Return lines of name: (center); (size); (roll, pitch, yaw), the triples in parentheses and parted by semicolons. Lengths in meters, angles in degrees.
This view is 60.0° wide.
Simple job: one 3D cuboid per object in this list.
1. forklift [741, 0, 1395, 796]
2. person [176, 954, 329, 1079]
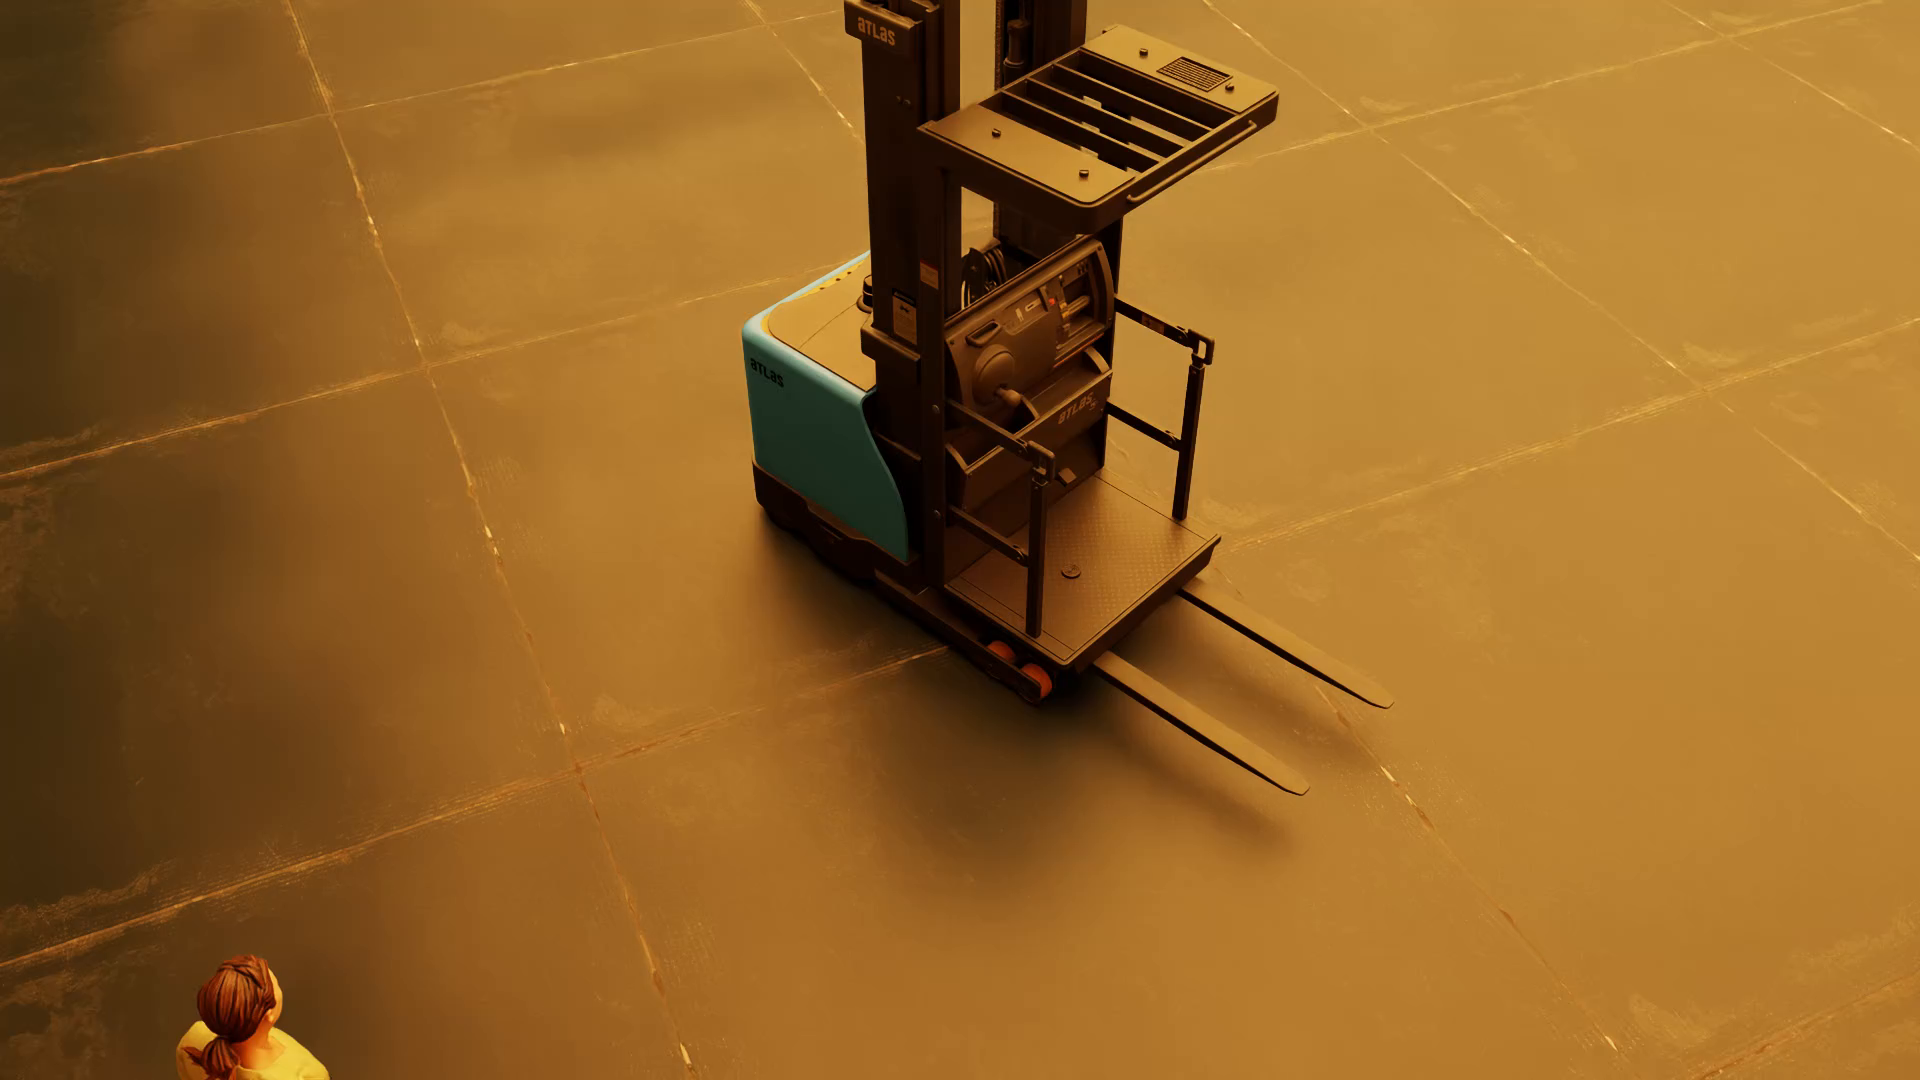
forklift: (0.445, -0.788, 6.525); (3.031, 2.935, 1.130); (32, 52, 30)
person: (-1.889, 1.720, 4.778); (0.697, 1.650, 0.391); (23, 48, 23)
